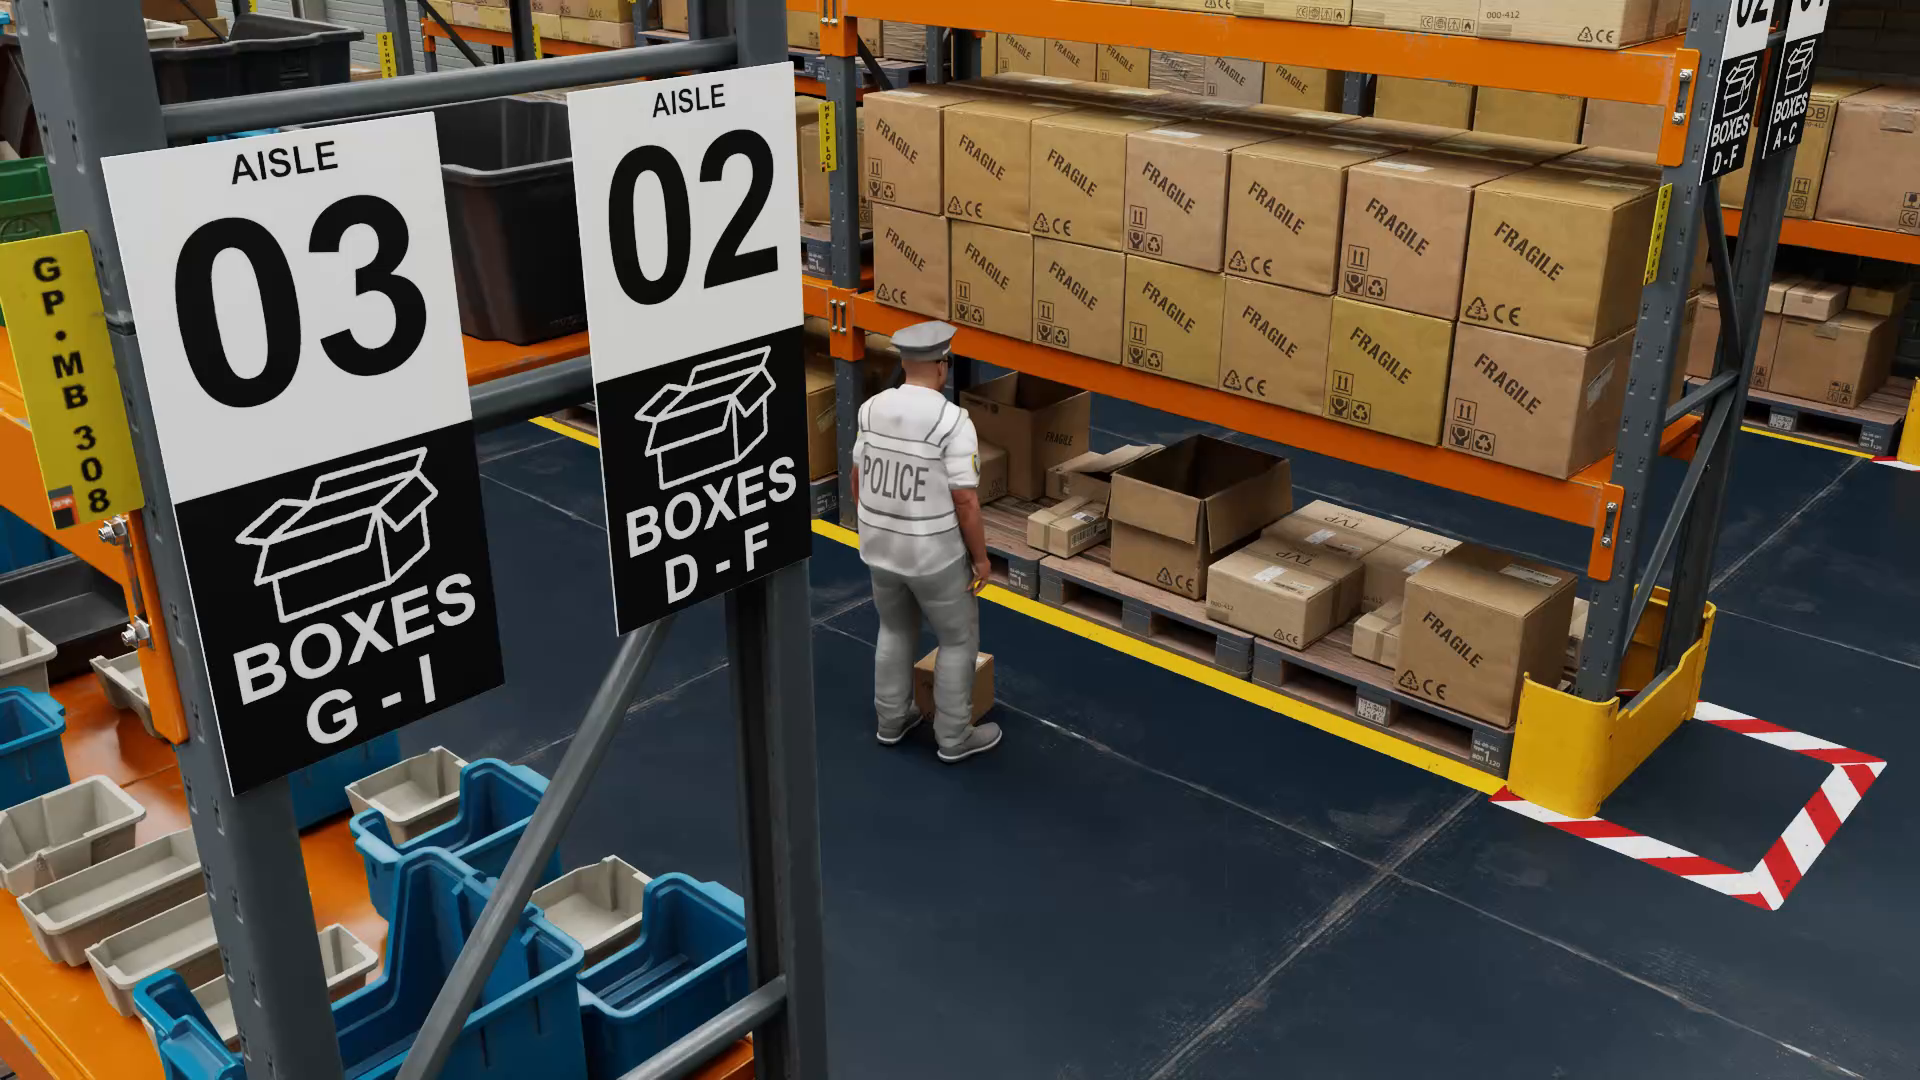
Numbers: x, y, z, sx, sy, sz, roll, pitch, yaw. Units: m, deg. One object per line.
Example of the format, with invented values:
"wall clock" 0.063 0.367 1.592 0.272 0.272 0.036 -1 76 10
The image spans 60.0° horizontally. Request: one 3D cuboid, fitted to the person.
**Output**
"person" -0.156 0.033 6.518 0.585 1.747 0.439 14 27 29
